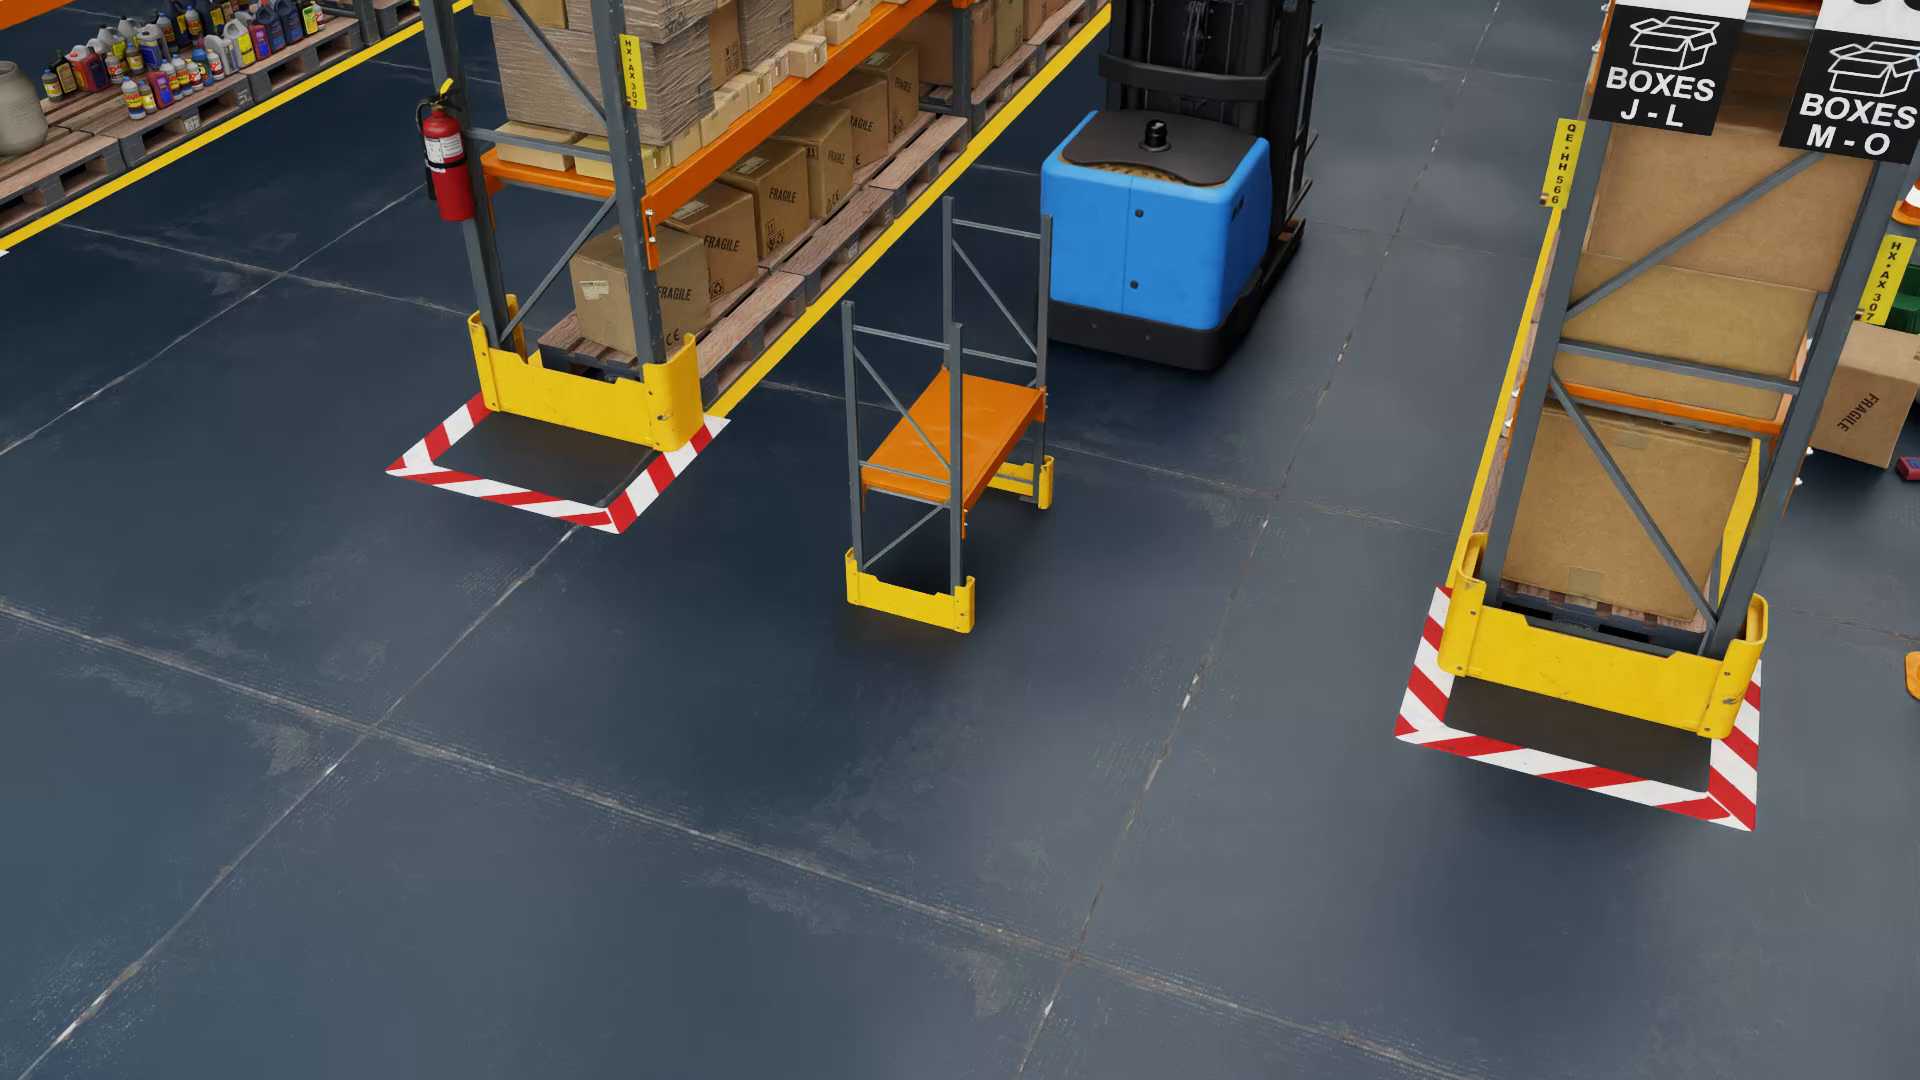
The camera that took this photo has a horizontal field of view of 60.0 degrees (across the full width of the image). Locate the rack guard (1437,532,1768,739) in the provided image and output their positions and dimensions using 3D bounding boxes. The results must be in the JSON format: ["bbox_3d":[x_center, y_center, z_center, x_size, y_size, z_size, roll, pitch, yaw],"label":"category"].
[{"bbox_3d":[2.609,0.384,6.819,1.175,0.500,0.348,14,39,18],"label":"rack guard"}]

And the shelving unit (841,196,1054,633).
[{"bbox_3d":[-0.029,-0.559,7.245,0.587,1.500,1.083,14,39,18],"label":"shelving unit"}]

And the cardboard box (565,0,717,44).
[{"bbox_3d":[-1.469,-2.619,7.581,0.500,0.500,0.500,14,39,18],"label":"cardboard box"}]

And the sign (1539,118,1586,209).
[{"bbox_3d":[2.122,-1.321,5.846,0.100,0.325,0.005,14,39,18],"label":"sign"}]

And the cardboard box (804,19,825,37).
[{"bbox_3d":[-0.968,-2.796,9.196,0.380,0.149,0.250,14,39,18],"label":"cardboard box"}]

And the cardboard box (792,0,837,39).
[{"bbox_3d":[-1.185,-3.119,9.086,0.875,0.500,0.500,14,39,18],"label":"cardboard box"}]

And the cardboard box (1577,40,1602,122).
[{"bbox_3d":[4.293,-2.477,10.086,1.050,0.750,0.750,14,39,18],"label":"cardboard box"}]

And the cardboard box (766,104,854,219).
[{"bbox_3d":[-0.972,-2.305,10.066,0.500,0.500,0.500,11,38,14],"label":"cardboard box"}]

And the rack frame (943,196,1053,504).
[{"bbox_3d":[0.161,-0.835,7.614,0.500,1.500,0.032,14,39,18],"label":"rack frame"}]

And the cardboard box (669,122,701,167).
[{"bbox_3d":[-1.488,-1.953,8.068,0.380,0.149,0.250,14,39,18],"label":"cardboard box"}]

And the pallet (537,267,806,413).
[{"bbox_3d":[-1.559,-1.183,9.157,1.003,0.211,1.213,14,39,18],"label":"pallet"}]

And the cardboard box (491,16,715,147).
[{"bbox_3d":[-1.695,-2.274,7.955,0.875,0.500,0.500,14,39,18],"label":"cardboard box"}]

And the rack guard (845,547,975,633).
[{"bbox_3d":[-0.219,0.218,7.250,0.587,0.250,0.087,14,39,18],"label":"rack guard"}]

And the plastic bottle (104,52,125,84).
[{"bbox_3d":[-5.921,-3.309,11.641,0.097,0.201,0.097,0,37,0],"label":"plastic bottle"}]

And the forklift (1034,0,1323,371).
[{"bbox_3d":[1.456,-2.952,9.252,1.130,2.935,3.031,15,39,19],"label":"forklift"}]

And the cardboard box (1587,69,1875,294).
[{"bbox_3d":[2.795,-1.320,5.983,0.875,0.550,0.550,14,39,18],"label":"cardboard box"}]

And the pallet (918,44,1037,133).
[{"bbox_3d":[-0.113,-3.346,12.050,1.003,0.211,1.213,14,39,18],"label":"pallet"}]

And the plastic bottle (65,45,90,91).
[{"bbox_3d":[-6.096,-3.280,11.540,0.152,0.276,0.135,14,39,18],"label":"plastic bottle"}]

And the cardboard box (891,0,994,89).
[{"bbox_3d":[-0.155,-3.541,11.703,0.700,0.500,0.500,11,38,14],"label":"cardboard box"}]

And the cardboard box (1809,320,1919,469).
[{"bbox_3d":[4.499,-0.752,8.336,0.500,0.500,0.500,21,42,25],"label":"cardboard box"}]

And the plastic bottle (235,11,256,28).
[{"bbox_3d":[-5.187,-3.736,12.150,0.152,0.276,0.135,14,39,18],"label":"plastic bottle"}]

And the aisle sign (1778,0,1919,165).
[{"bbox_3d":[2.869,-1.564,5.166,0.394,0.787,0.004,14,39,18],"label":"aisle sign"}]

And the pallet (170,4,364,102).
[{"bbox_3d":[-5.283,-3.680,12.497,1.003,0.211,1.213,14,39,18],"label":"pallet"}]

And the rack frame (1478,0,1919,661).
[{"bbox_3d":[2.618,-0.631,6.088,1.000,3.000,0.127,14,39,18],"label":"rack frame"}]

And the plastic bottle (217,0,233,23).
[{"bbox_3d":[-5.514,-3.962,12.446,0.061,0.283,0.133,14,39,18],"label":"plastic bottle"}]

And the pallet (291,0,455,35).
[{"bbox_3d":[-4.726,-4.486,13.575,1.003,0.211,1.213,14,39,18],"label":"pallet"}]

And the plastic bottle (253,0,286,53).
[{"bbox_3d":[-5.040,-3.746,12.101,0.144,0.351,0.185,12,38,15],"label":"plastic bottle"}]

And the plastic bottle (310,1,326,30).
[{"bbox_3d":[-4.838,-3.943,12.489,0.097,0.201,0.097,0,37,0],"label":"plastic bottle"}]

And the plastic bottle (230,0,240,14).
[{"bbox_3d":[-5.554,-4.082,12.675,0.097,0.201,0.097,0,37,0],"label":"plastic bottle"}]

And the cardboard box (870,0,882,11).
[{"bbox_3d":[-0.682,-3.211,9.751,0.380,0.149,0.250,14,39,18],"label":"cardboard box"}]

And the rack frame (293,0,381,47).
[{"bbox_3d":[-4.988,-5.159,12.147,1.000,3.000,0.127,14,39,18],"label":"rack frame"}]

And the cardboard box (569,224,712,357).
[{"bbox_3d":[-1.677,-1.325,8.755,0.500,0.500,0.500,21,42,26],"label":"cardboard box"}]

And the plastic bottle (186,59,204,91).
[{"bbox_3d":[-5.326,-3.233,11.540,0.097,0.201,0.097,0,37,0],"label":"plastic bottle"}]

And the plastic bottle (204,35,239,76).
[{"bbox_3d":[-5.228,-3.448,11.765,0.152,0.276,0.135,15,39,19],"label":"plastic bottle"}]

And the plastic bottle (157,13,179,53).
[{"bbox_3d":[-5.772,-3.696,12.101,0.097,0.271,0.097,0,37,0],"label":"plastic bottle"}]

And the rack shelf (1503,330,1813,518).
[{"bbox_3d":[3.379,-1.450,7.785,1.077,0.370,4.000,14,39,18],"label":"rack shelf"}]

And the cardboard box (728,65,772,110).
[{"bbox_3d":[-1.202,-2.368,8.623,0.380,0.149,0.250,14,39,18],"label":"cardboard box"}]

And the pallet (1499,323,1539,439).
[{"bbox_3d":[3.316,-0.647,8.440,1.003,0.211,1.213,14,39,18],"label":"pallet"}]

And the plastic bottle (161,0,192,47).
[{"bbox_3d":[-5.751,-3.818,12.197,0.144,0.351,0.185,12,38,16],"label":"plastic bottle"}]

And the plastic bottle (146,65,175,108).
[{"bbox_3d":[-5.429,-3.087,11.276,0.061,0.283,0.133,14,39,18],"label":"plastic bottle"}]

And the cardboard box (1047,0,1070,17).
[{"bbox_3d":[0.469,-4.420,12.878,0.700,0.500,0.500,17,40,21],"label":"cardboard box"}]

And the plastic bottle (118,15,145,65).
[{"bbox_3d":[-5.913,-3.582,11.882,0.144,0.351,0.185,14,39,17],"label":"plastic bottle"}]
